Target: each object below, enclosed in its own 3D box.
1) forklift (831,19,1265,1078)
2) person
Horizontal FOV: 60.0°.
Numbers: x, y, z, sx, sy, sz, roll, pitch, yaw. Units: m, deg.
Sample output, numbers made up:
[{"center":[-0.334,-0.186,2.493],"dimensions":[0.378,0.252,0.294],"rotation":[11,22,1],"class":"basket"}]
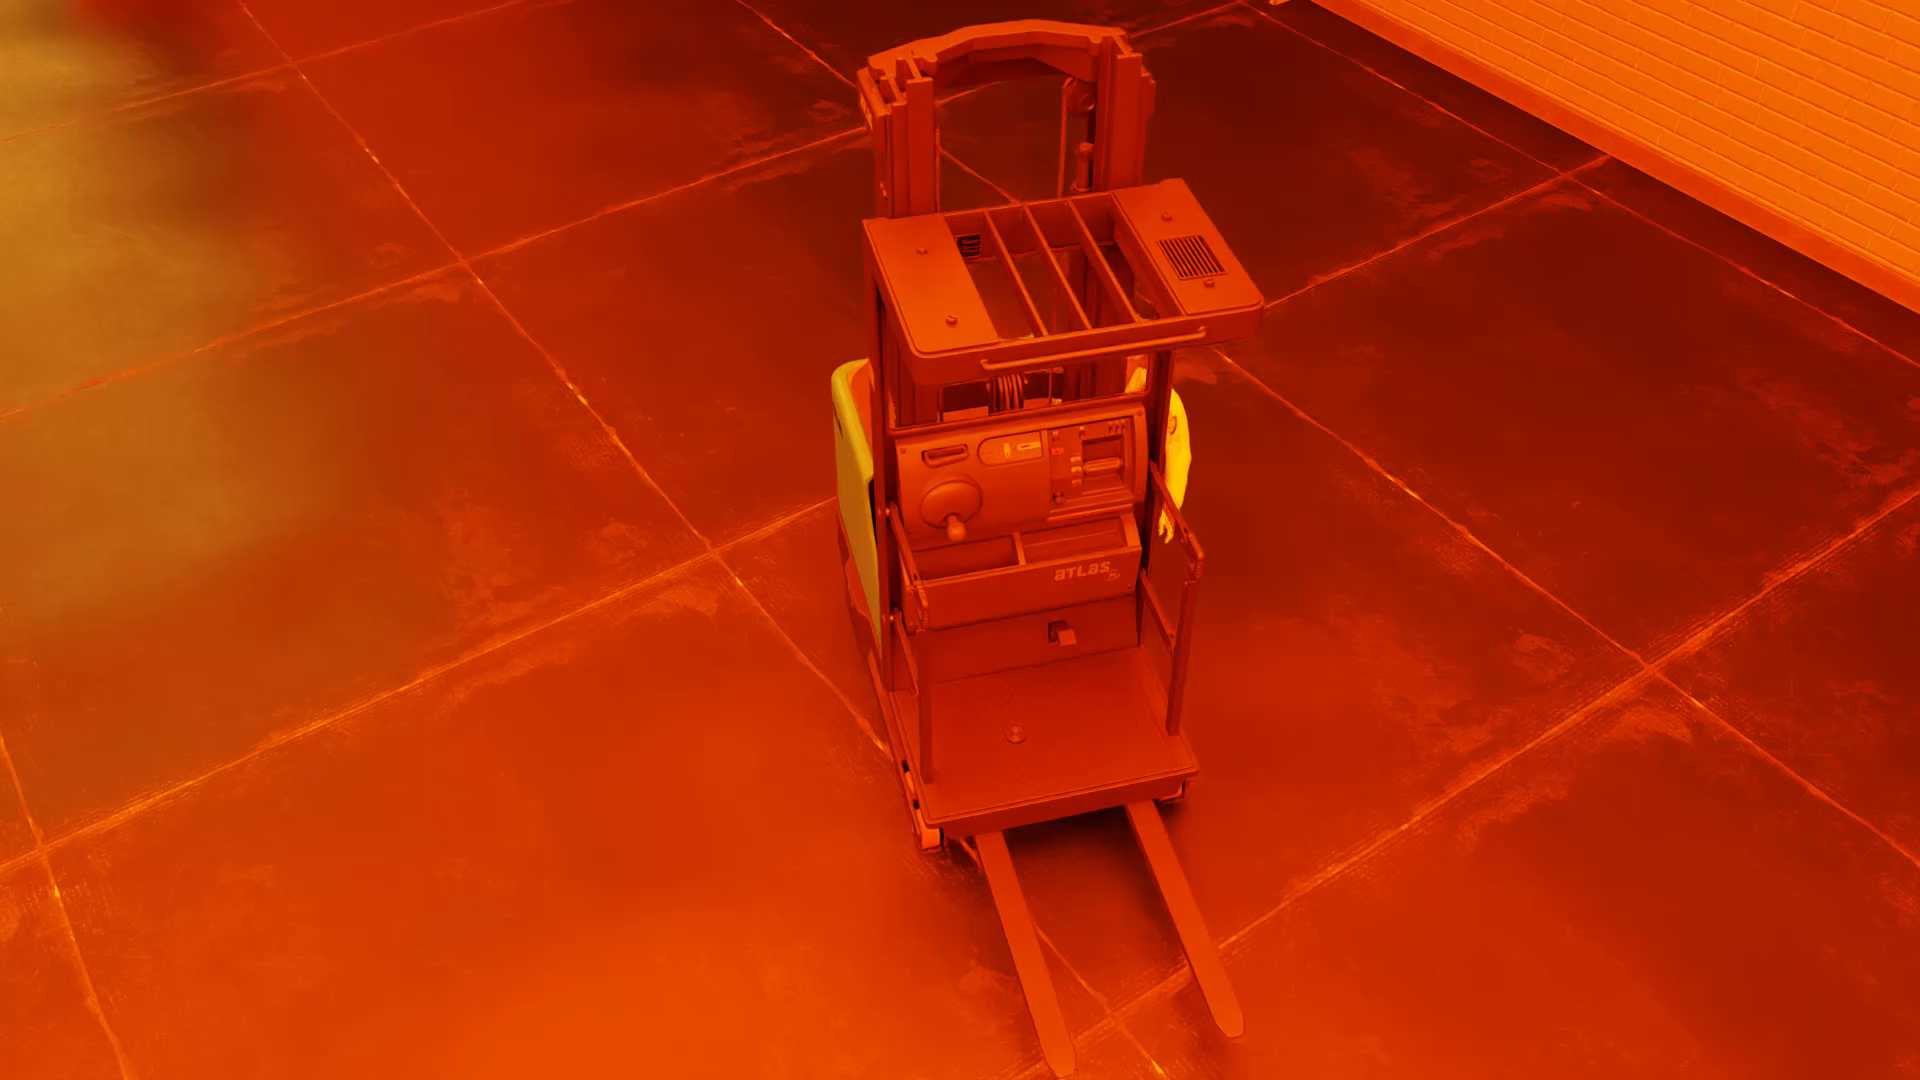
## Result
[{"center":[0.286,-0.156,5.885],"dimensions":[1.130,2.935,3.031],"rotation":[-10,44,-10],"class":"forklift"},{"center":[0.553,-0.191,6.766],"dimensions":[0.688,1.476,0.645],"rotation":[14,44,15],"class":"person"}]
